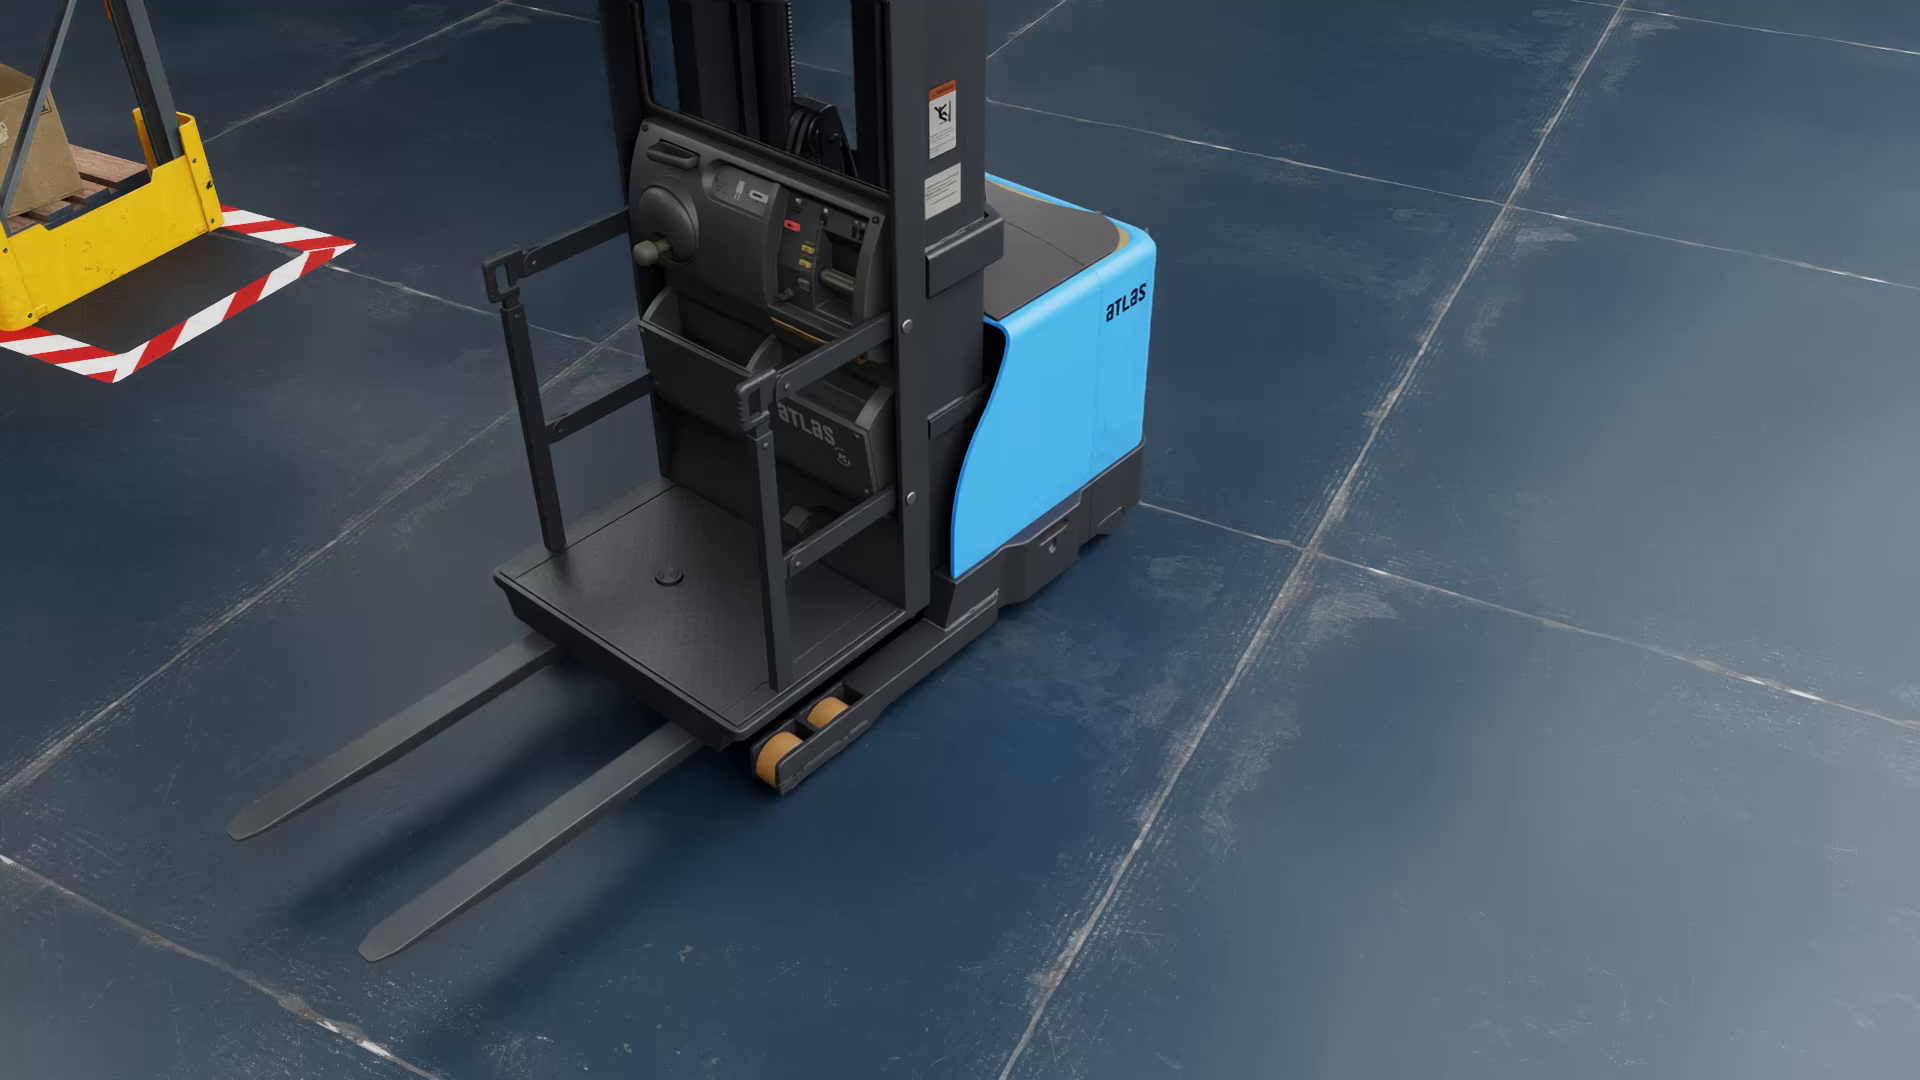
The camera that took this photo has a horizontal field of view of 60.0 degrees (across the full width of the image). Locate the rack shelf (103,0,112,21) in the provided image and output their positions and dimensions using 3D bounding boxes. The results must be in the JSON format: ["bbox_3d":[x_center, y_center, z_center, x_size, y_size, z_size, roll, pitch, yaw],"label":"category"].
[{"bbox_3d":[-5.505,-2.655,7.361,4.000,0.370,1.077,17,41,21],"label":"rack shelf"}]

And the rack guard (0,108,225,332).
[{"bbox_3d":[-3.797,-1.411,7.195,0.348,0.500,1.175,17,41,21],"label":"rack guard"}]

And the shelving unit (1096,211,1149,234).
[{"bbox_3d":[0.486,-0.689,5.913,0.210,0.900,0.258,26,44,30],"label":"shelving unit"}]

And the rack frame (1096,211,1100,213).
[{"bbox_3d":[0.408,-0.728,5.964,0.006,0.900,0.240,26,44,30],"label":"rack frame"}]

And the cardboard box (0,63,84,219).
[{"bbox_3d":[-4.276,-1.739,7.281,0.500,0.500,0.500,25,44,29],"label":"cardboard box"}]

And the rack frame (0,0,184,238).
[{"bbox_3d":[-3.729,-2.385,6.411,0.127,3.000,1.000,17,41,21],"label":"rack frame"}]

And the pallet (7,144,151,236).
[{"bbox_3d":[-4.502,-1.540,7.605,1.213,0.211,1.003,17,41,21],"label":"pallet"}]

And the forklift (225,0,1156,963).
[{"bbox_3d":[-0.701,-0.791,4.369,1.130,2.935,3.031,27,45,31],"label":"forklift"}]

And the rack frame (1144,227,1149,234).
[{"bbox_3d":[0.565,-0.650,5.862,0.006,0.900,0.240,26,44,30],"label":"rack frame"}]
